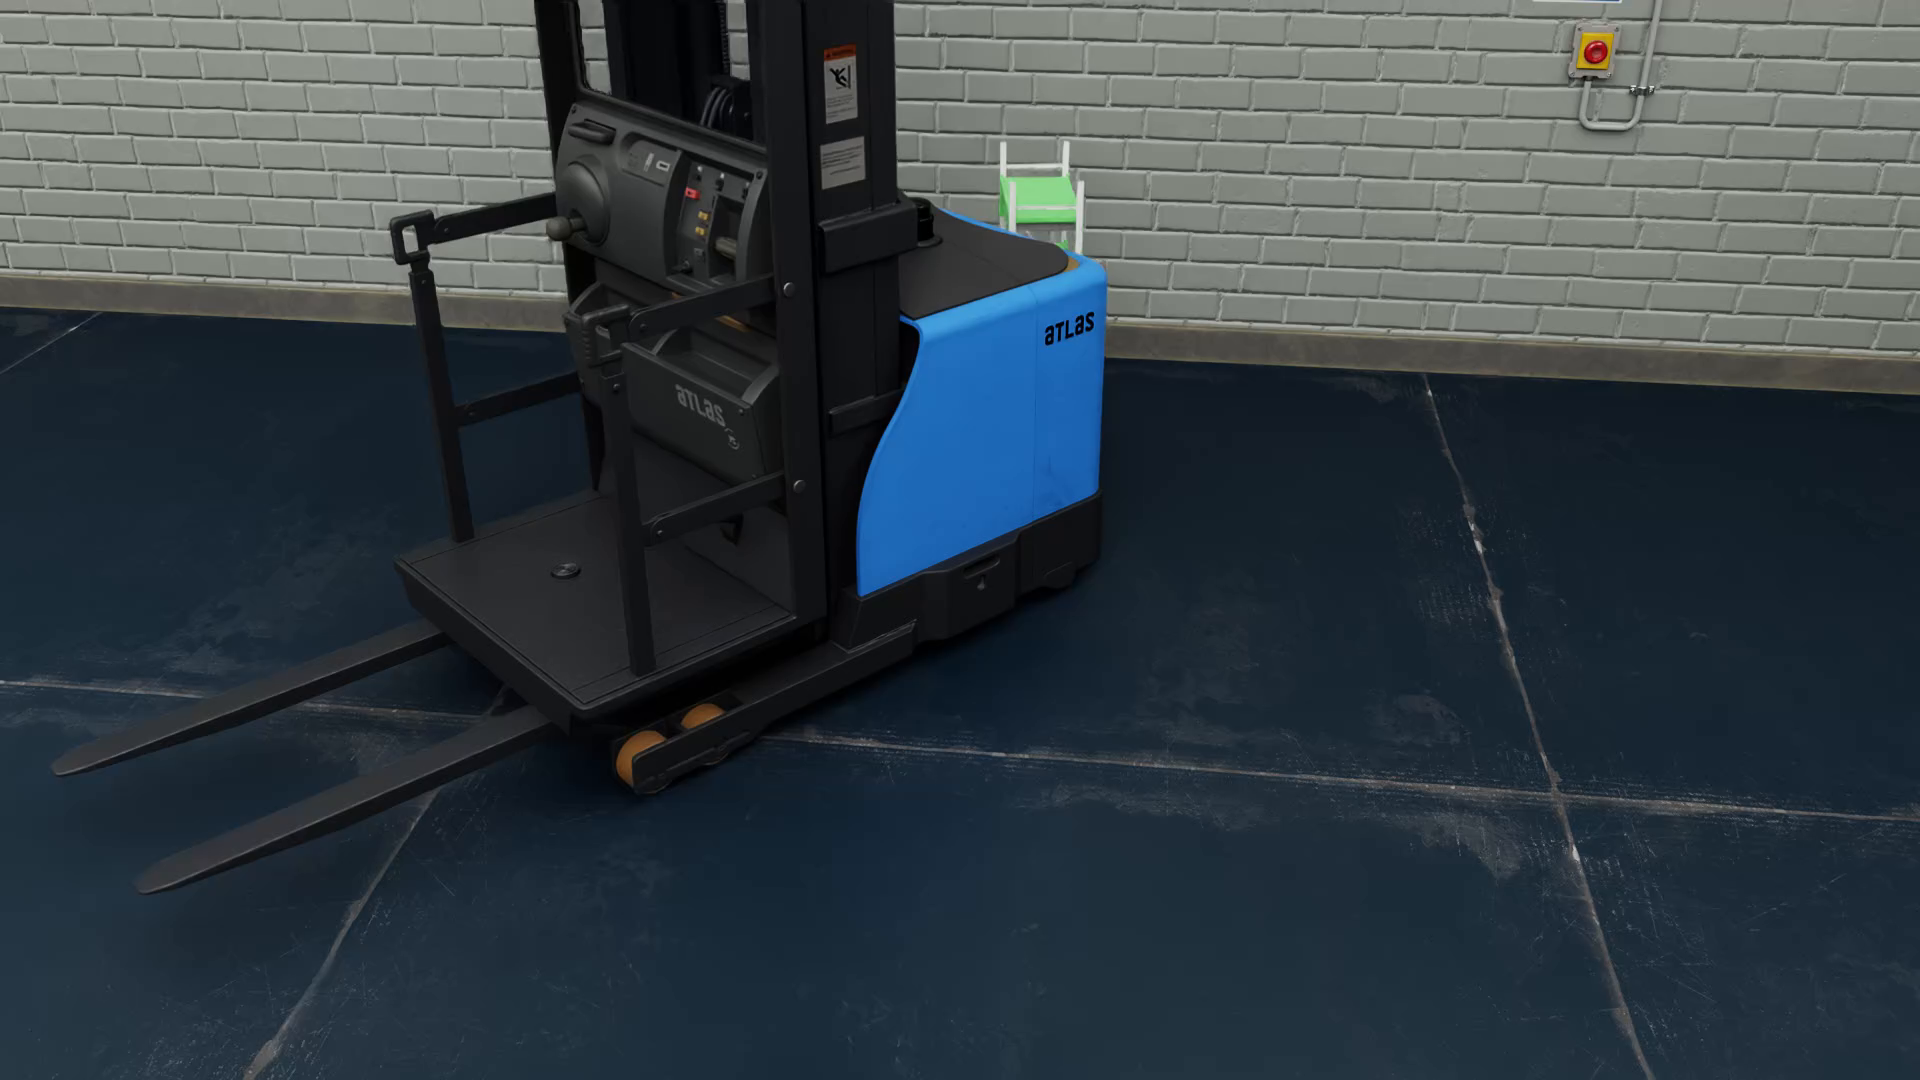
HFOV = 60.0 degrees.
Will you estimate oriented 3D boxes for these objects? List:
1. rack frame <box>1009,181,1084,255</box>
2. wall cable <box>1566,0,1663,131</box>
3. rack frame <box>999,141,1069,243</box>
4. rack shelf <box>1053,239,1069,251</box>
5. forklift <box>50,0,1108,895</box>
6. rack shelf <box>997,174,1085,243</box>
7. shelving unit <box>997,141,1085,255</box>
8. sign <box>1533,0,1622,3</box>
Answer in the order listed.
[{"bbox_3d":[0.280,-0.626,5.647,0.240,1.200,0.015,-1,28,-2],"label":"rack frame"},{"bbox_3d":[2.390,-2.454,6.038,0.585,1.953,0.123,3,28,6],"label":"wall cable"},{"bbox_3d":[0.261,-0.857,6.076,0.240,1.200,0.015,-1,28,-2],"label":"rack frame"},{"bbox_3d":[0.271,-0.897,5.778,0.258,0.148,0.480,-1,28,-2],"label":"rack shelf"},{"bbox_3d":[-0.964,-0.887,4.306,3.031,2.935,1.130,-23,36,-36],"label":"forklift"},{"bbox_3d":[0.271,-1.108,5.664,0.258,0.148,0.480,-1,28,-2],"label":"rack shelf"},{"bbox_3d":[0.271,-0.742,5.861,0.258,1.200,0.503,-1,28,-2],"label":"shelving unit"},{"bbox_3d":[2.349,-2.144,6.281,0.327,0.218,0.001,3,28,6],"label":"sign"}]
